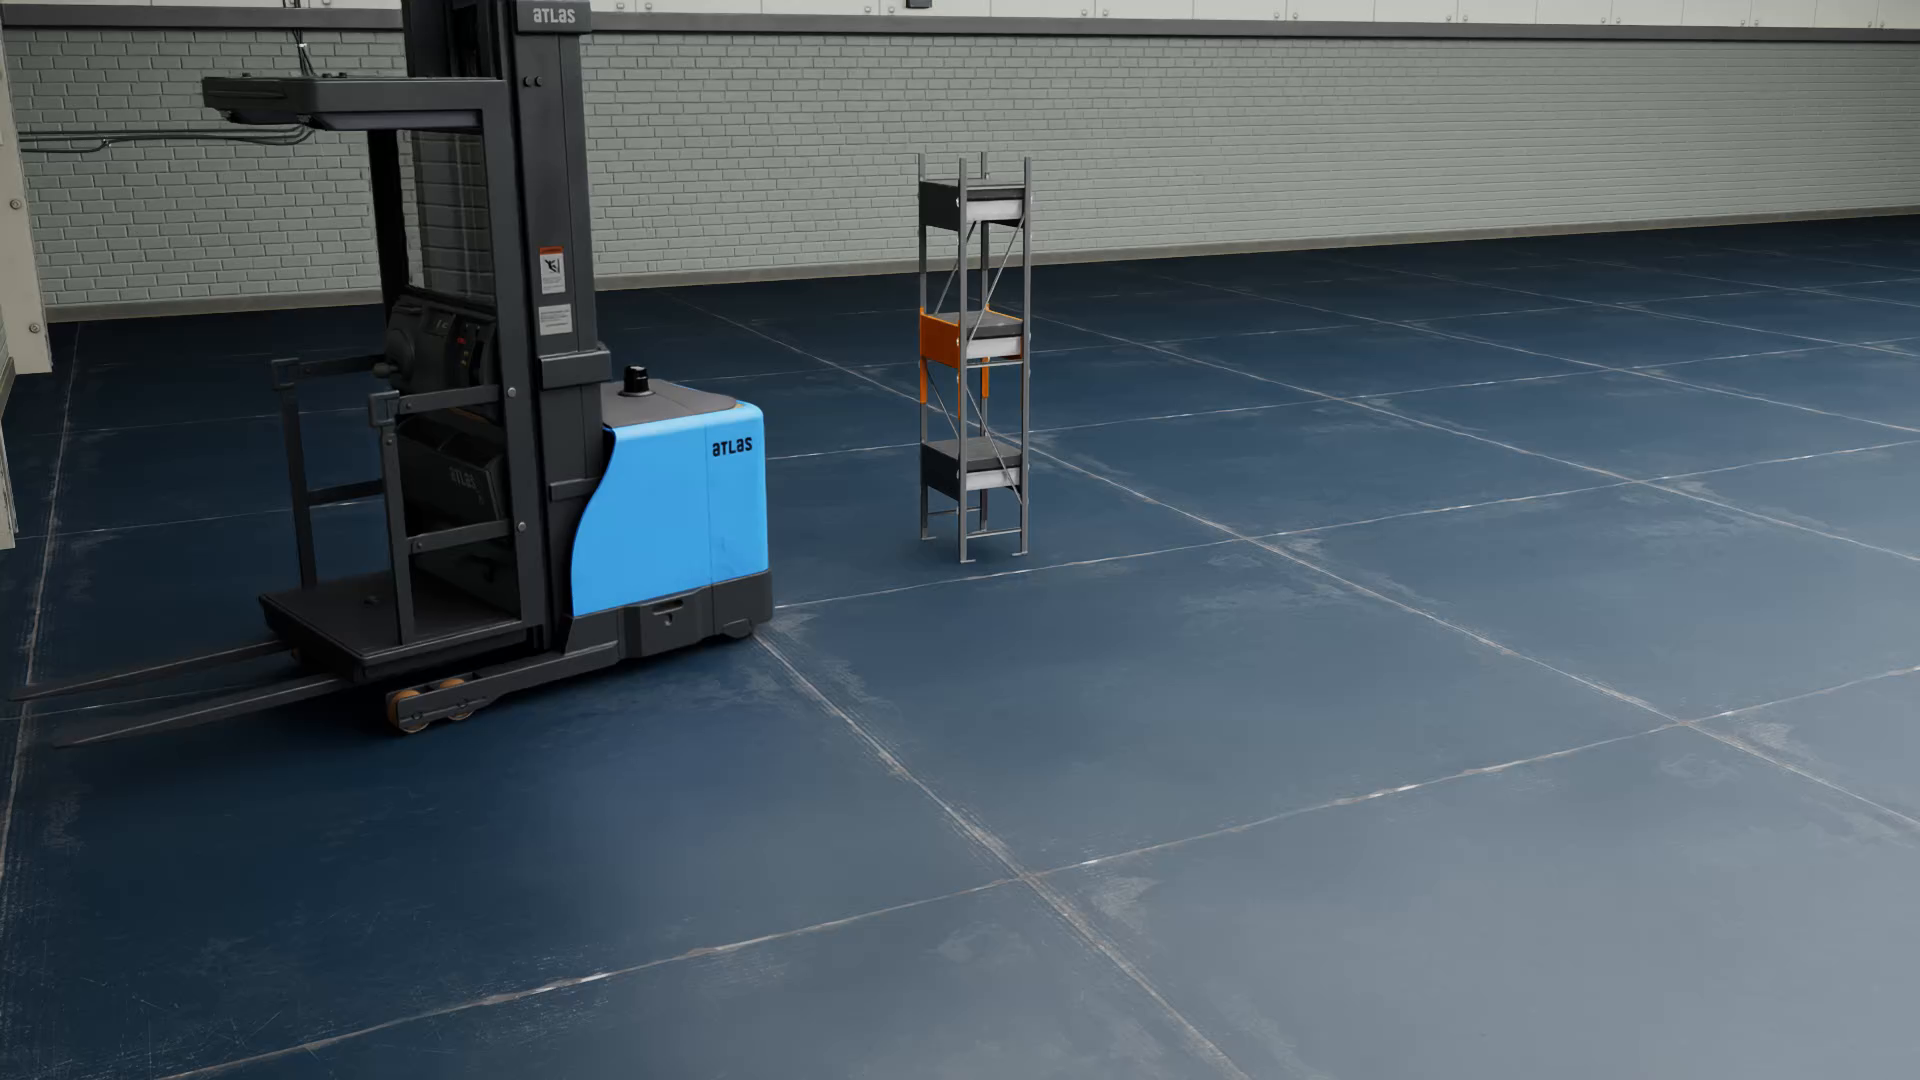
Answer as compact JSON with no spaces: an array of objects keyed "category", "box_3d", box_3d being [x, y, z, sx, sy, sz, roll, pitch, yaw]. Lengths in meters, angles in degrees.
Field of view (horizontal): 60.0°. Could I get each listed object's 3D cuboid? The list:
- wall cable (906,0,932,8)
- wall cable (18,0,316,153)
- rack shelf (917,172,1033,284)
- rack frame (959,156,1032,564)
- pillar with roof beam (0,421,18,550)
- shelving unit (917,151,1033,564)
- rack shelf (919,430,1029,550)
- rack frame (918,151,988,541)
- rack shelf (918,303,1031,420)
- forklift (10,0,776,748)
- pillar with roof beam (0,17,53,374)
[{"category":"wall cable","box_3d":[0.411,-9.469,19.766,2.305,6.003,0.169,-8,18,-25]},{"category":"wall cable","box_3d":[-8.130,-5.198,16.680,3.097,2.526,0.112,-8,18,-25]},{"category":"rack shelf","box_3d":[0.072,-1.628,8.629,0.431,0.518,0.480,-8,18,-25]},{"category":"rack frame","box_3d":[0.179,-0.908,8.607,0.400,2.100,0.015,-8,18,-25]},{"category":"pillar with roof beam","box_3d":[-1.529,-4.833,9.777,9.100,9.000,0.400,-8,18,-25]},{"category":"shelving unit","box_3d":[0.072,-0.968,8.818,0.431,2.100,0.503,-8,18,-25]},{"category":"rack shelf","box_3d":[0.073,-0.282,9.015,0.431,0.518,0.480,-8,18,-25]},{"category":"rack frame","box_3d":[-0.034,-1.029,9.029,0.400,2.100,0.015,-8,18,-25]},{"category":"rack shelf","box_3d":[0.072,-0.955,8.822,0.431,0.518,0.480,-8,18,-25]},{"category":"forklift","box_3d":[-2.291,-0.810,6.761,3.031,2.935,1.130,-14,21,-40]},{"category":"pillar with roof beam","box_3d":[-4.158,-6.321,14.962,9.100,9.000,0.400,-8,18,-25]}]
